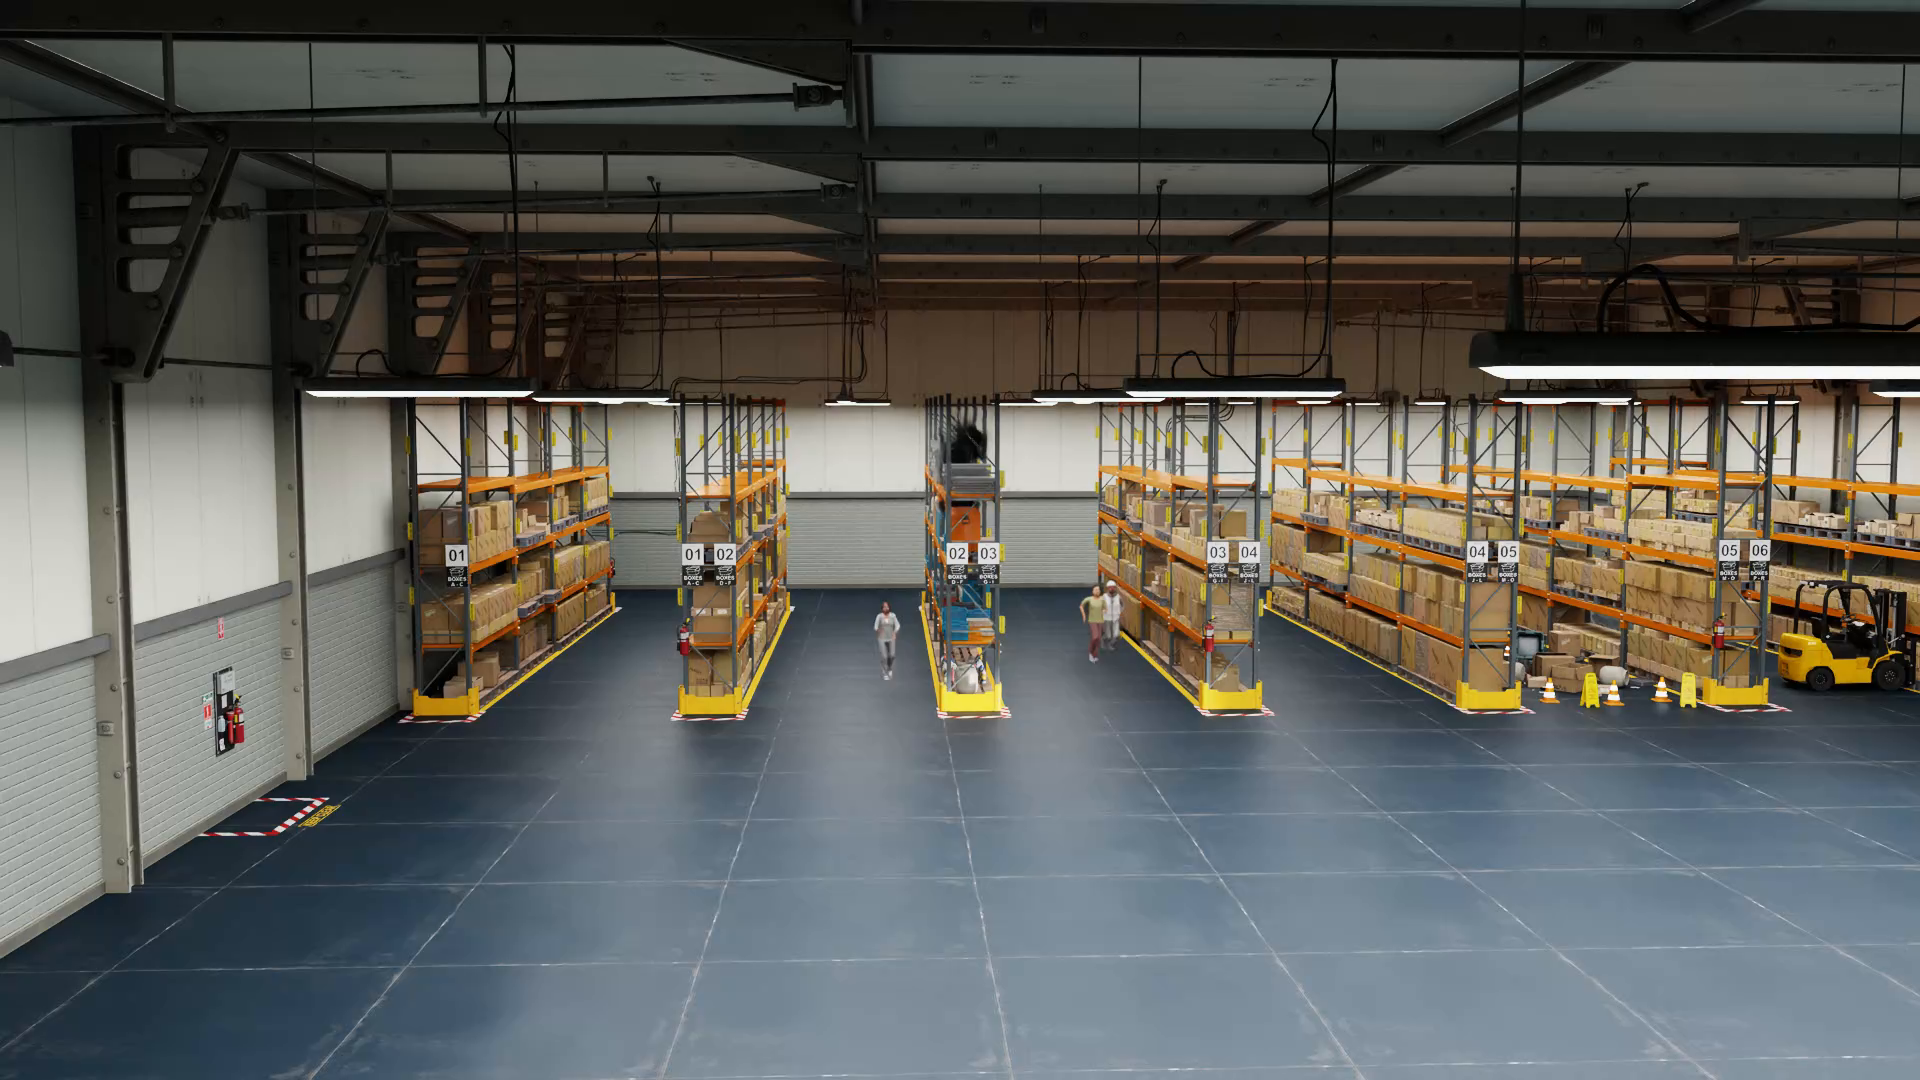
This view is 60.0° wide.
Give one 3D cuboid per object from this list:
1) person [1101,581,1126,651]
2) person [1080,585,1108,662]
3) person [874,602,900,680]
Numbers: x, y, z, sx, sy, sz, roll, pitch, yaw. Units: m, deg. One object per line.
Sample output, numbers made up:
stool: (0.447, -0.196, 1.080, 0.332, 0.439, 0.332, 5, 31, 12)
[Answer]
person: (3.393, 1.709, 37.227, 0.672, 1.592, 0.630, 0, 5, -6)
person: (2.915, 1.791, 35.659, 0.560, 1.669, 0.610, -1, 5, -16)
person: (-1.451, 2.027, 33.181, 0.524, 1.587, 0.543, -1, 5, -7)
